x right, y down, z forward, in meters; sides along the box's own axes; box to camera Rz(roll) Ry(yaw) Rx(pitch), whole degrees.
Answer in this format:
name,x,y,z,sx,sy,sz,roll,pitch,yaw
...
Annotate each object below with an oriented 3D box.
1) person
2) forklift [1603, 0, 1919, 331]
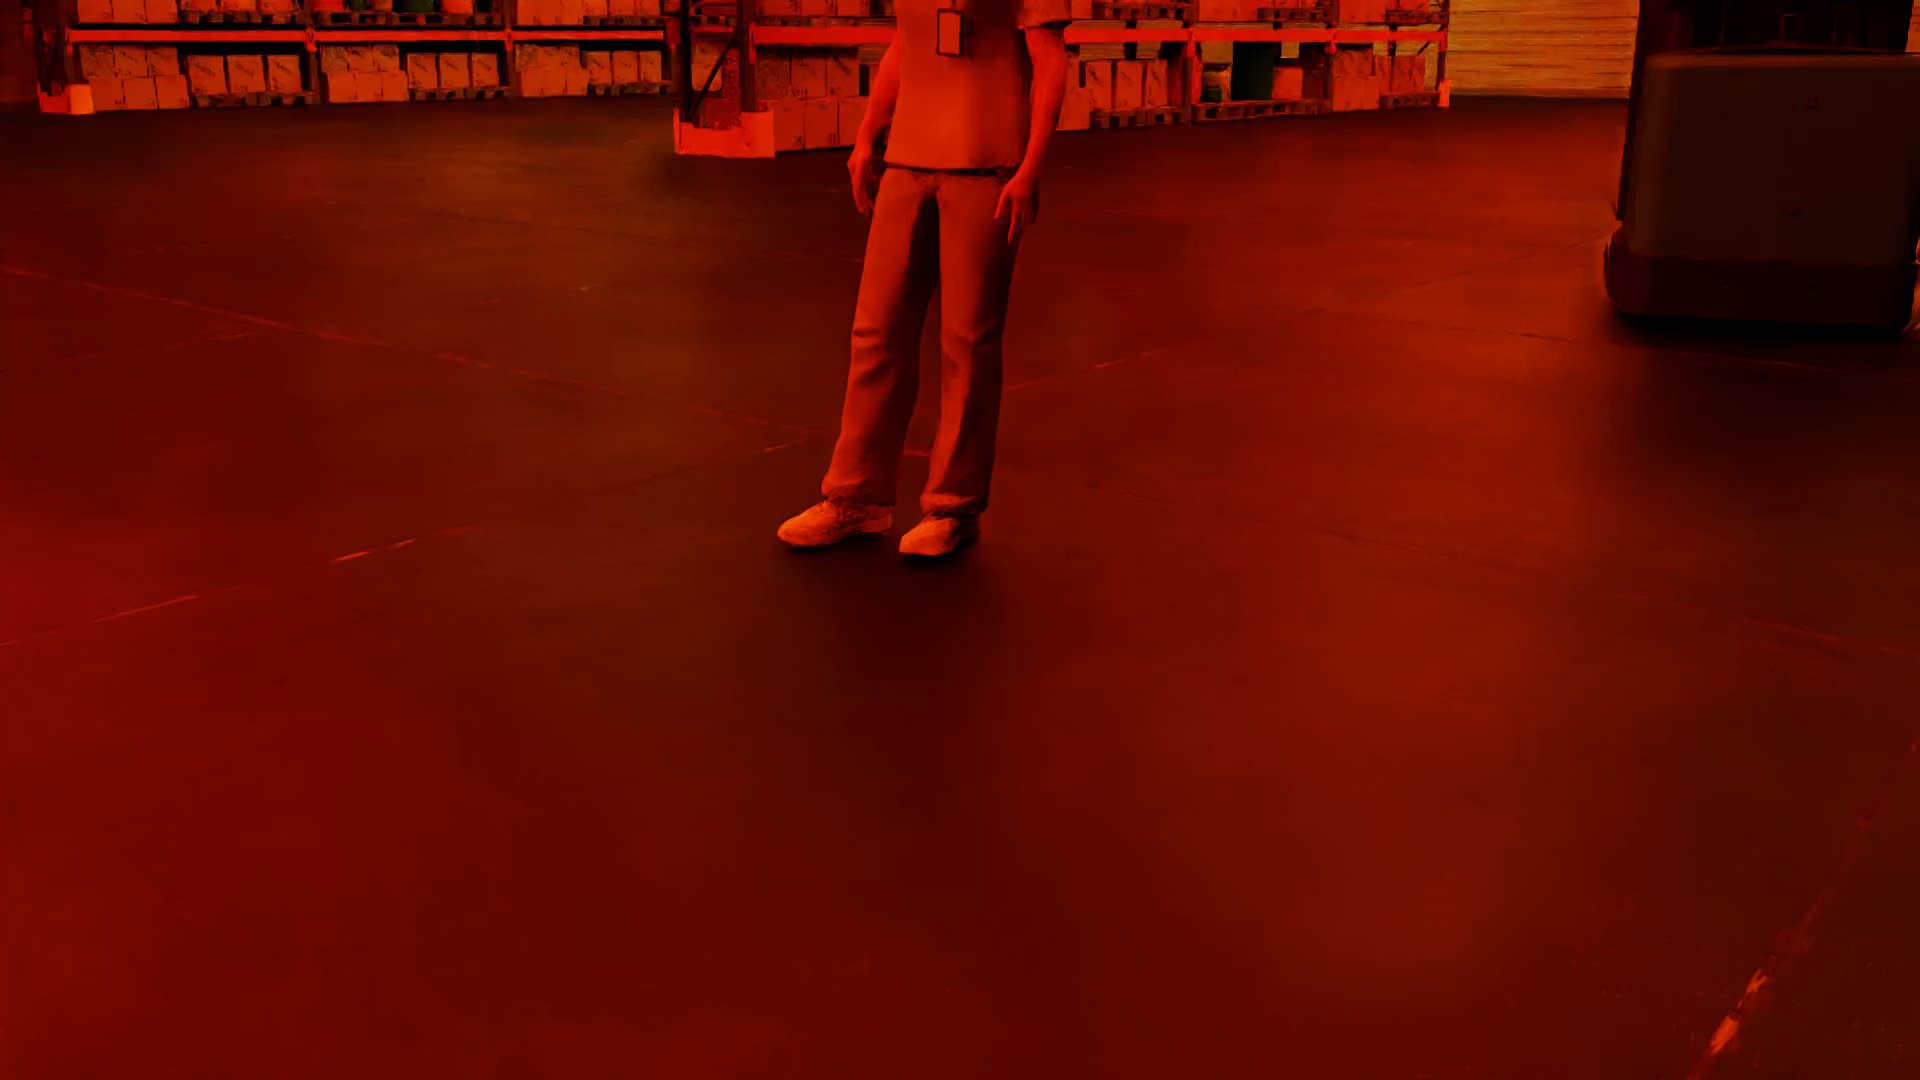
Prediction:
name,x,y,z,sx,sy,sz,roll,pitch,yaw
person,-0.057,-0.794,3.650,0.550,1.674,0.548,13,21,37
forklift,3.655,-2.607,7.483,1.130,2.935,3.031,6,18,19
